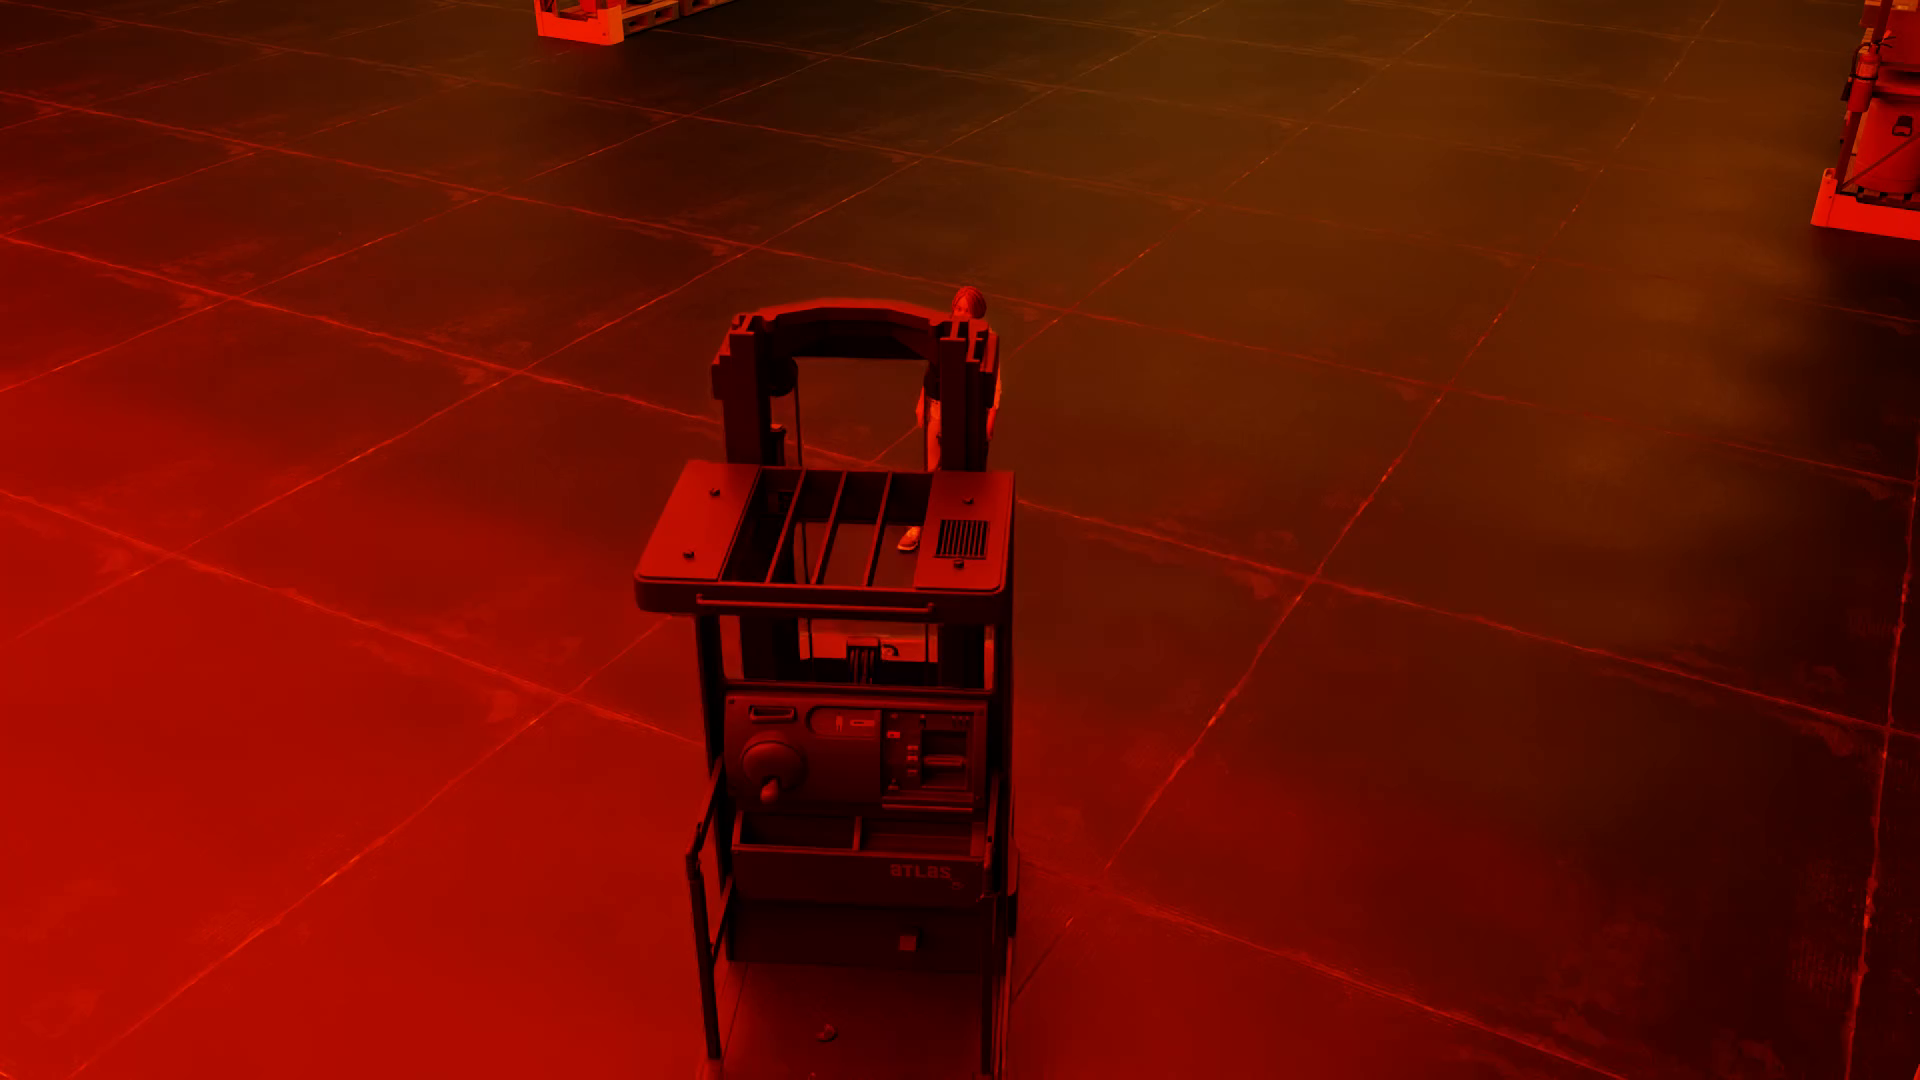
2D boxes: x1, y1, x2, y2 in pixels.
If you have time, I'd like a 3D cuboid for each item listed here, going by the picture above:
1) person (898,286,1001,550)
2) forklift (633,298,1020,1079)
[{"bbox_3d":[-0.049,-0.669,9.549,0.520,1.599,0.473,15,33,25],"label":"person"},{"bbox_3d":[-0.382,0.795,5.692,1.130,2.935,3.031,2,30,4],"label":"forklift"}]
